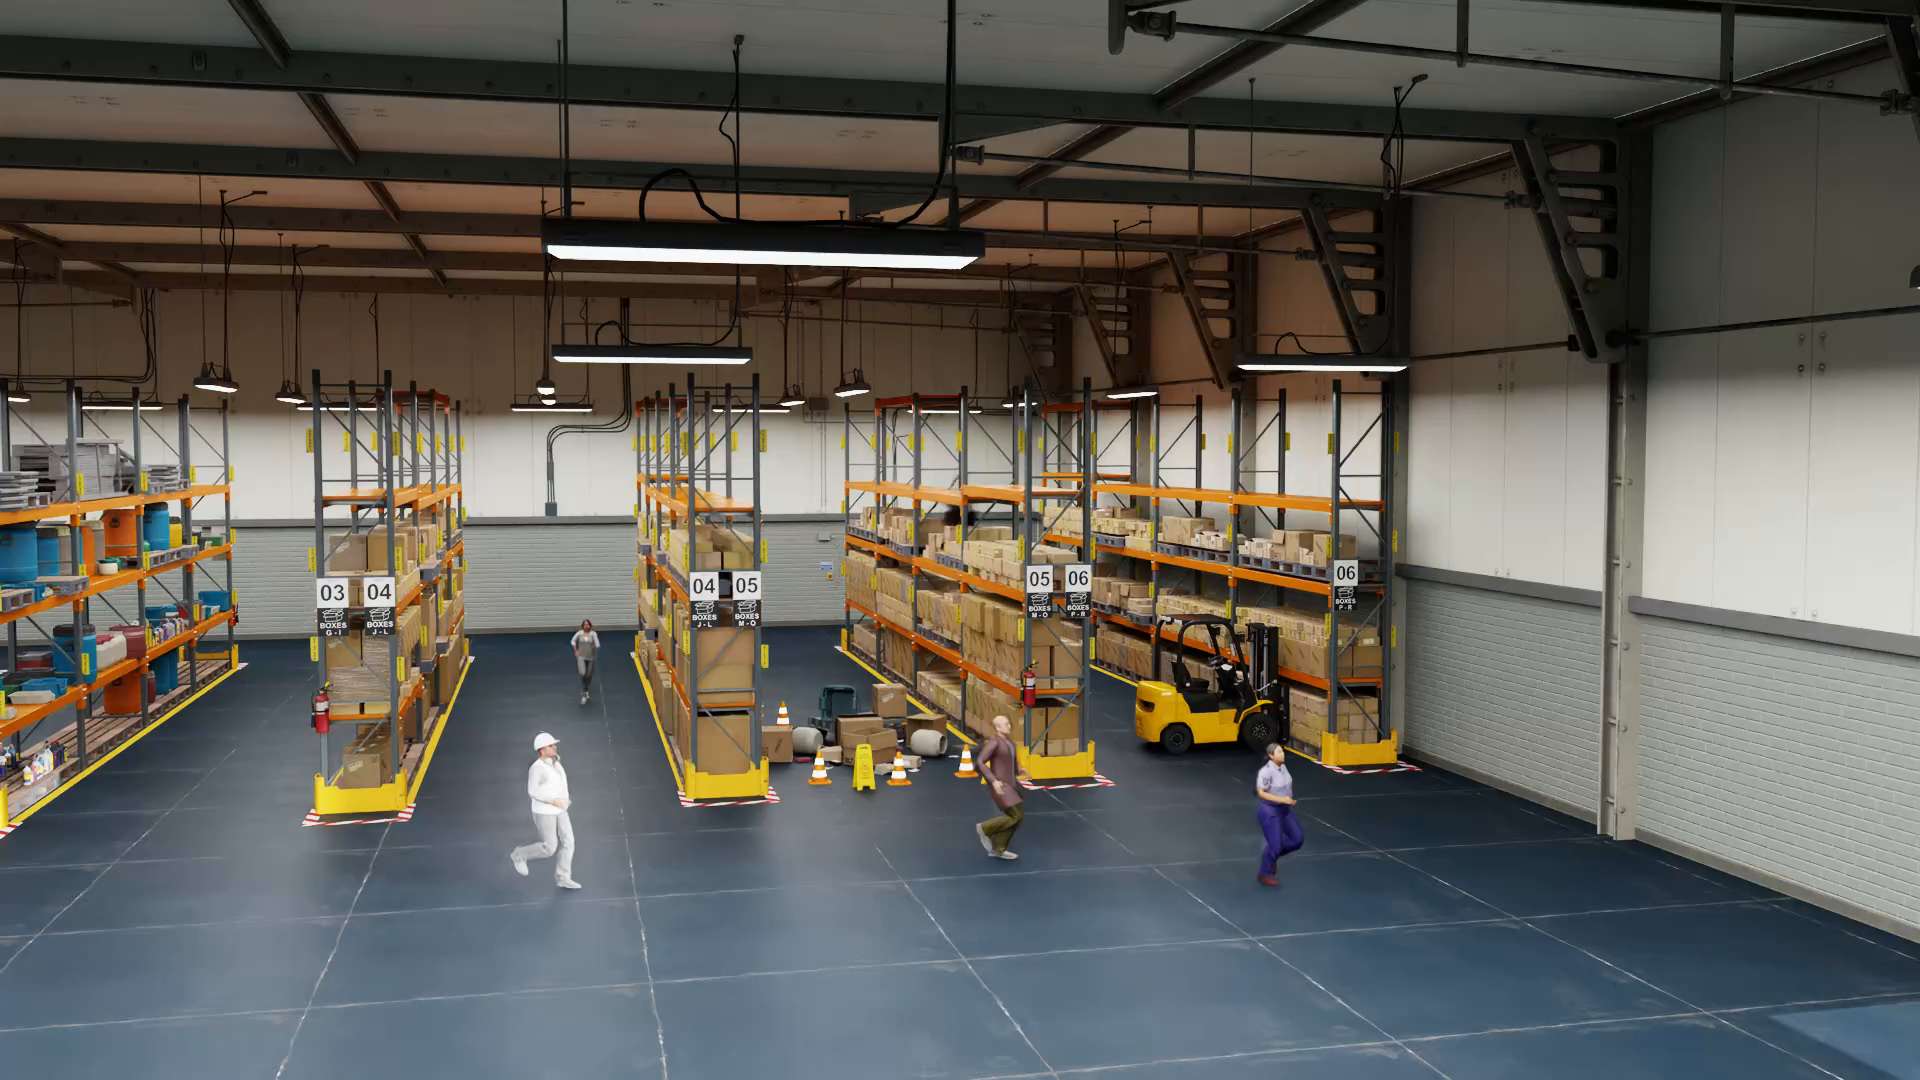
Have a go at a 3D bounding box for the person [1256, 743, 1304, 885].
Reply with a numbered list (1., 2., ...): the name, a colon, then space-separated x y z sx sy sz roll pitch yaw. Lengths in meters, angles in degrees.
1. person: 3.621 3.116 18.851 0.527 1.596 0.657 3 4 42

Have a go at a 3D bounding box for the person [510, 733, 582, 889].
1. person: -4.660 3.051 18.751 0.831 1.758 0.670 1 3 16

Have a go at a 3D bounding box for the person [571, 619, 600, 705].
1. person: -7.238 2.351 32.210 0.523 1.632 0.739 -1 3 -19

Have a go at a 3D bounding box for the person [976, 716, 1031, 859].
1. person: 0.533 2.981 20.027 0.633 1.733 0.707 1 4 24
